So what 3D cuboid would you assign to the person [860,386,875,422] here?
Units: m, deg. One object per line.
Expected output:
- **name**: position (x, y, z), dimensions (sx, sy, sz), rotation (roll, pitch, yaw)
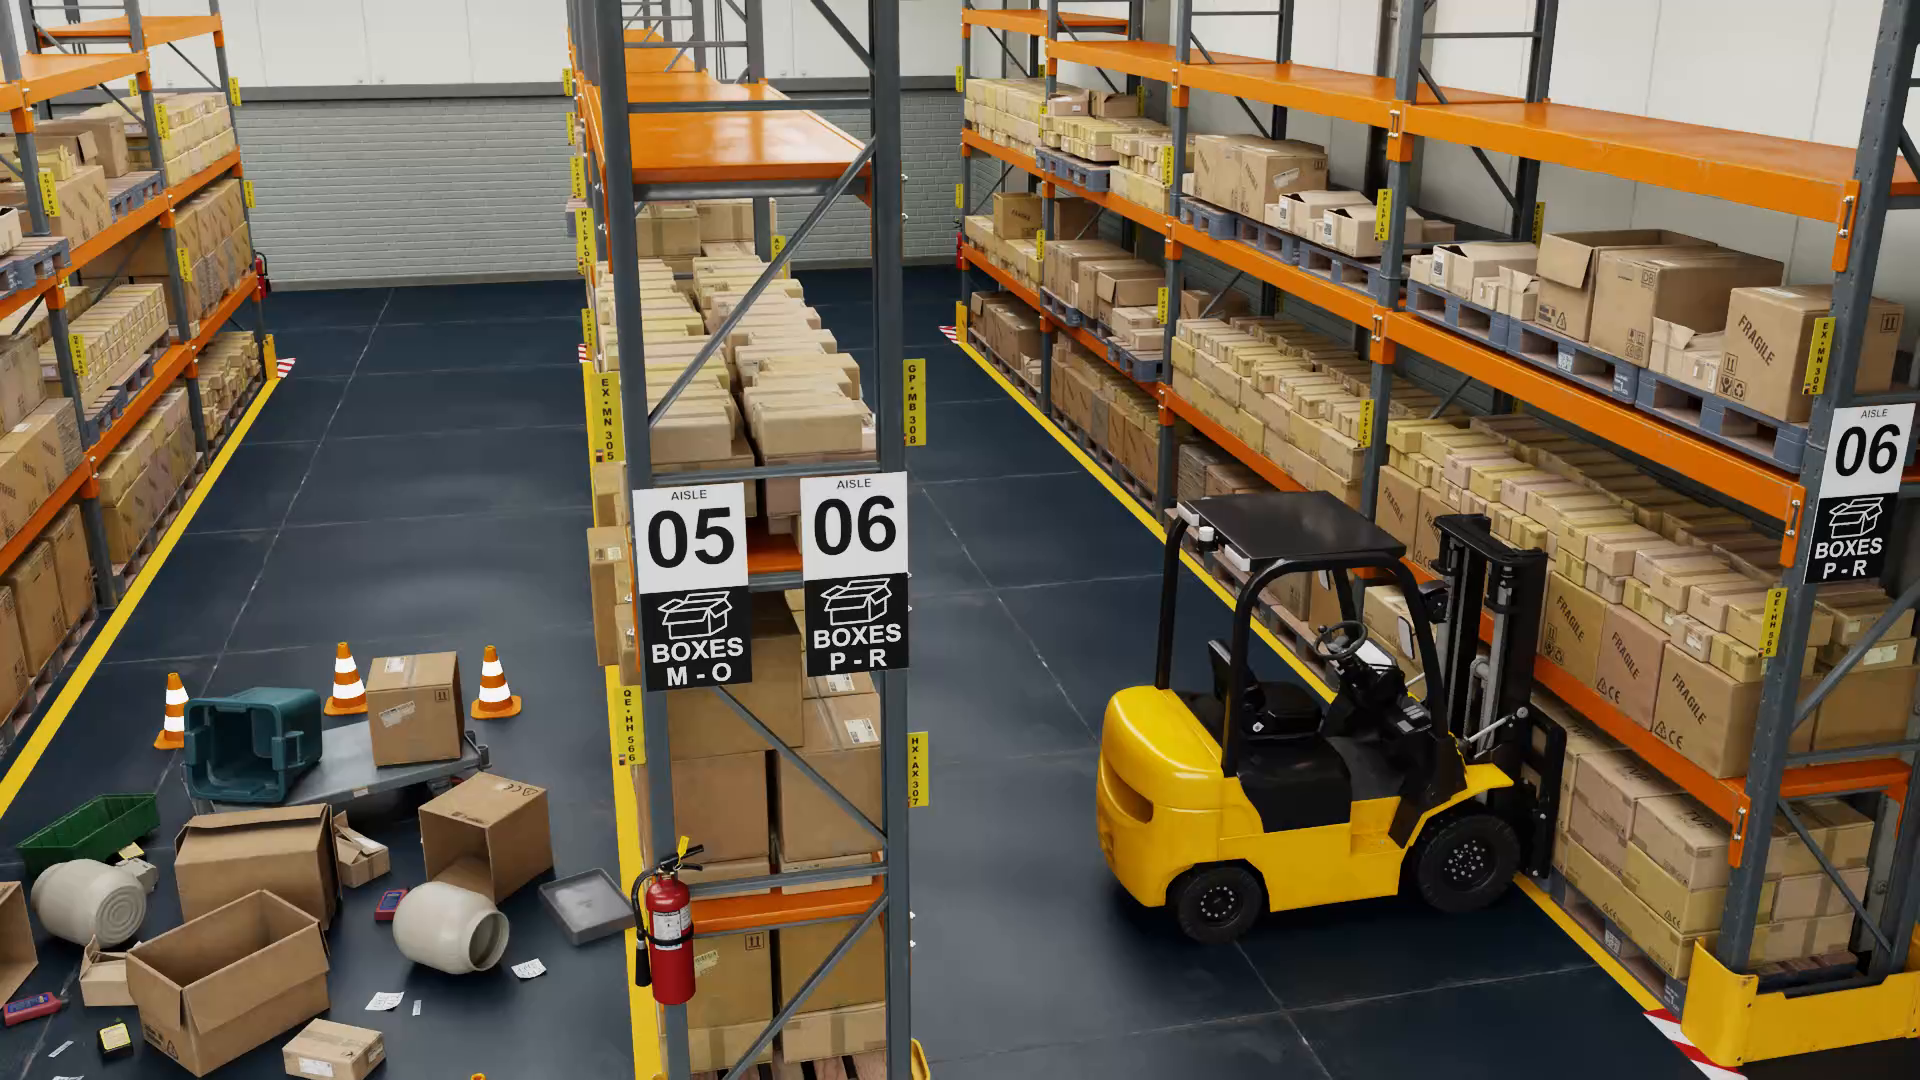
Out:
- **person**: position (-0.912, -0.510, 13.798), dimensions (0.504, 1.758, 0.586), rotation (-5, 20, -13)
